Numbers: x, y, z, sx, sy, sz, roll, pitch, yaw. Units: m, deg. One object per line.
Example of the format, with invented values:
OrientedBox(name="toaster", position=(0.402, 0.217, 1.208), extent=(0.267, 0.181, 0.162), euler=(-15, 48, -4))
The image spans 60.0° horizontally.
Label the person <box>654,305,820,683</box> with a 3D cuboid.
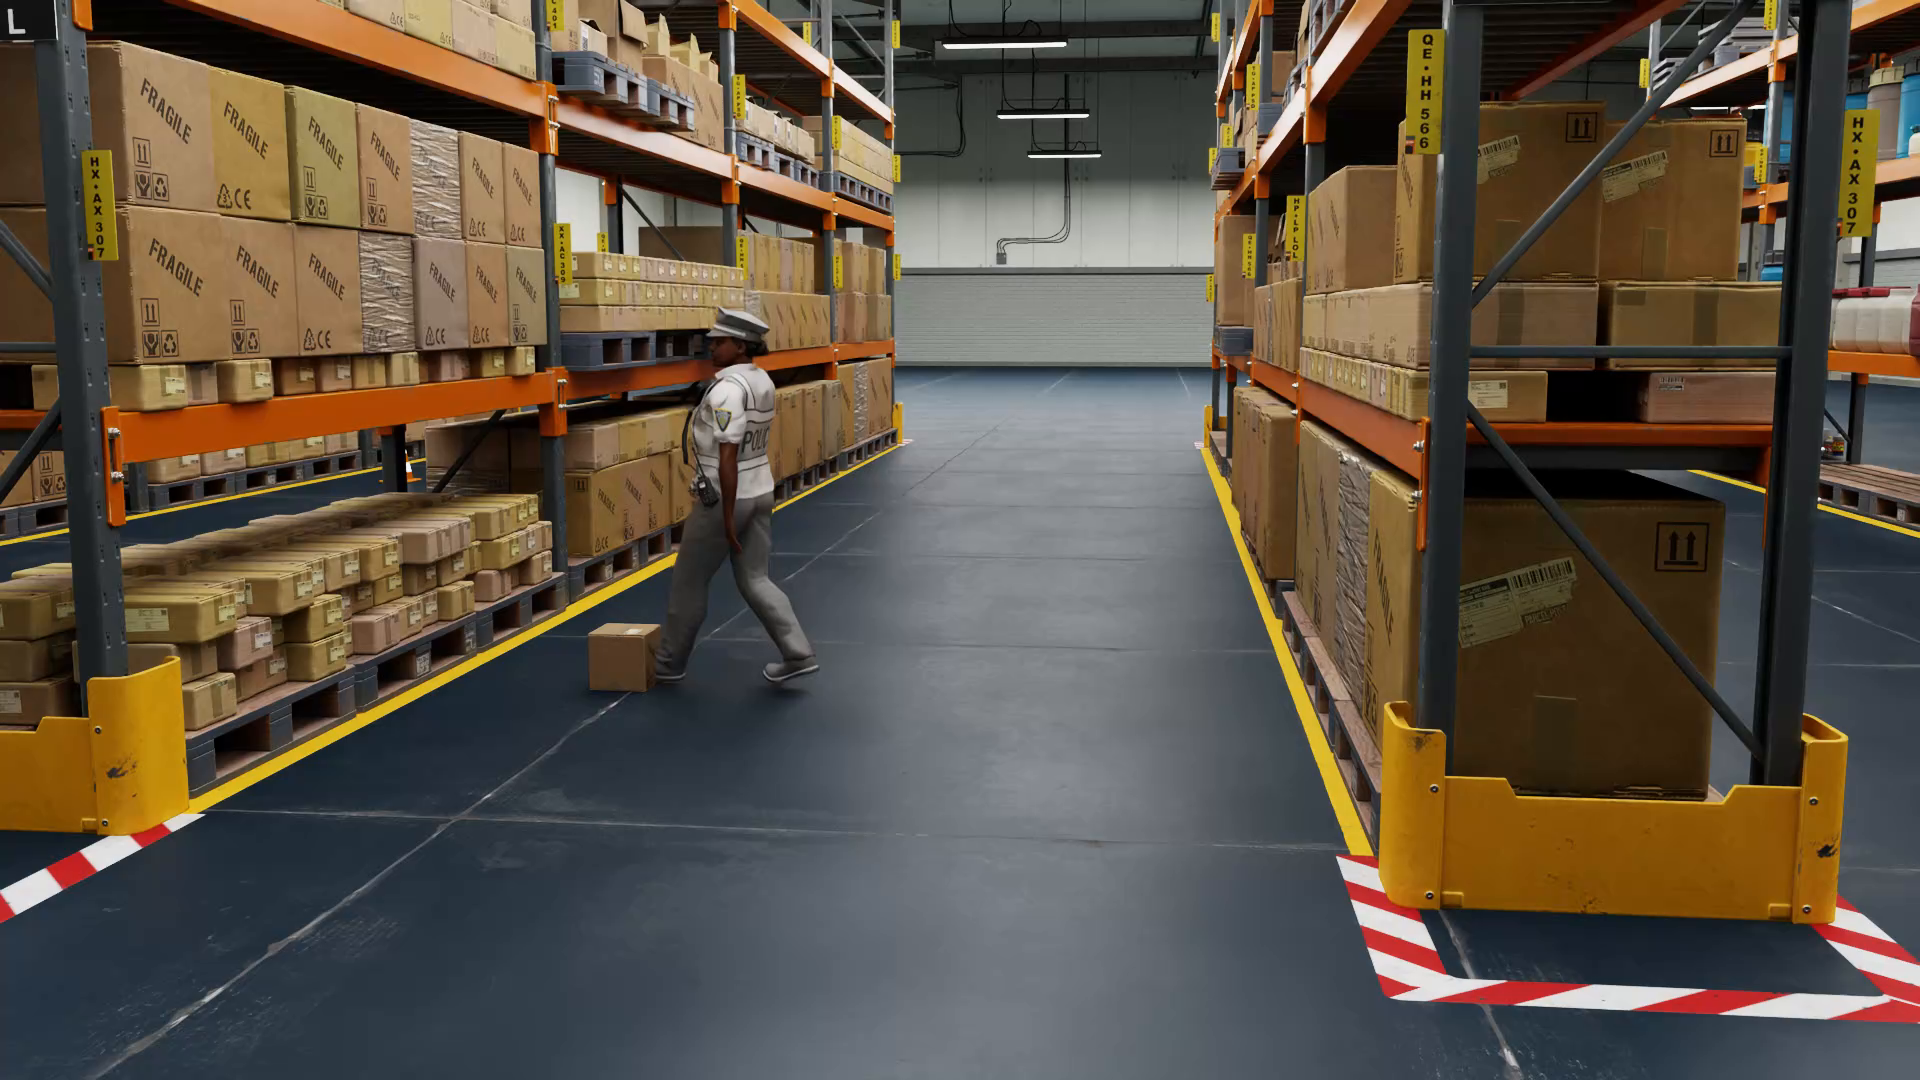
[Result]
OrientedBox(name="person", position=(-1.042, -0.186, 7.151), extent=(0.923, 1.630, 0.508), euler=(3, 8, 20))
